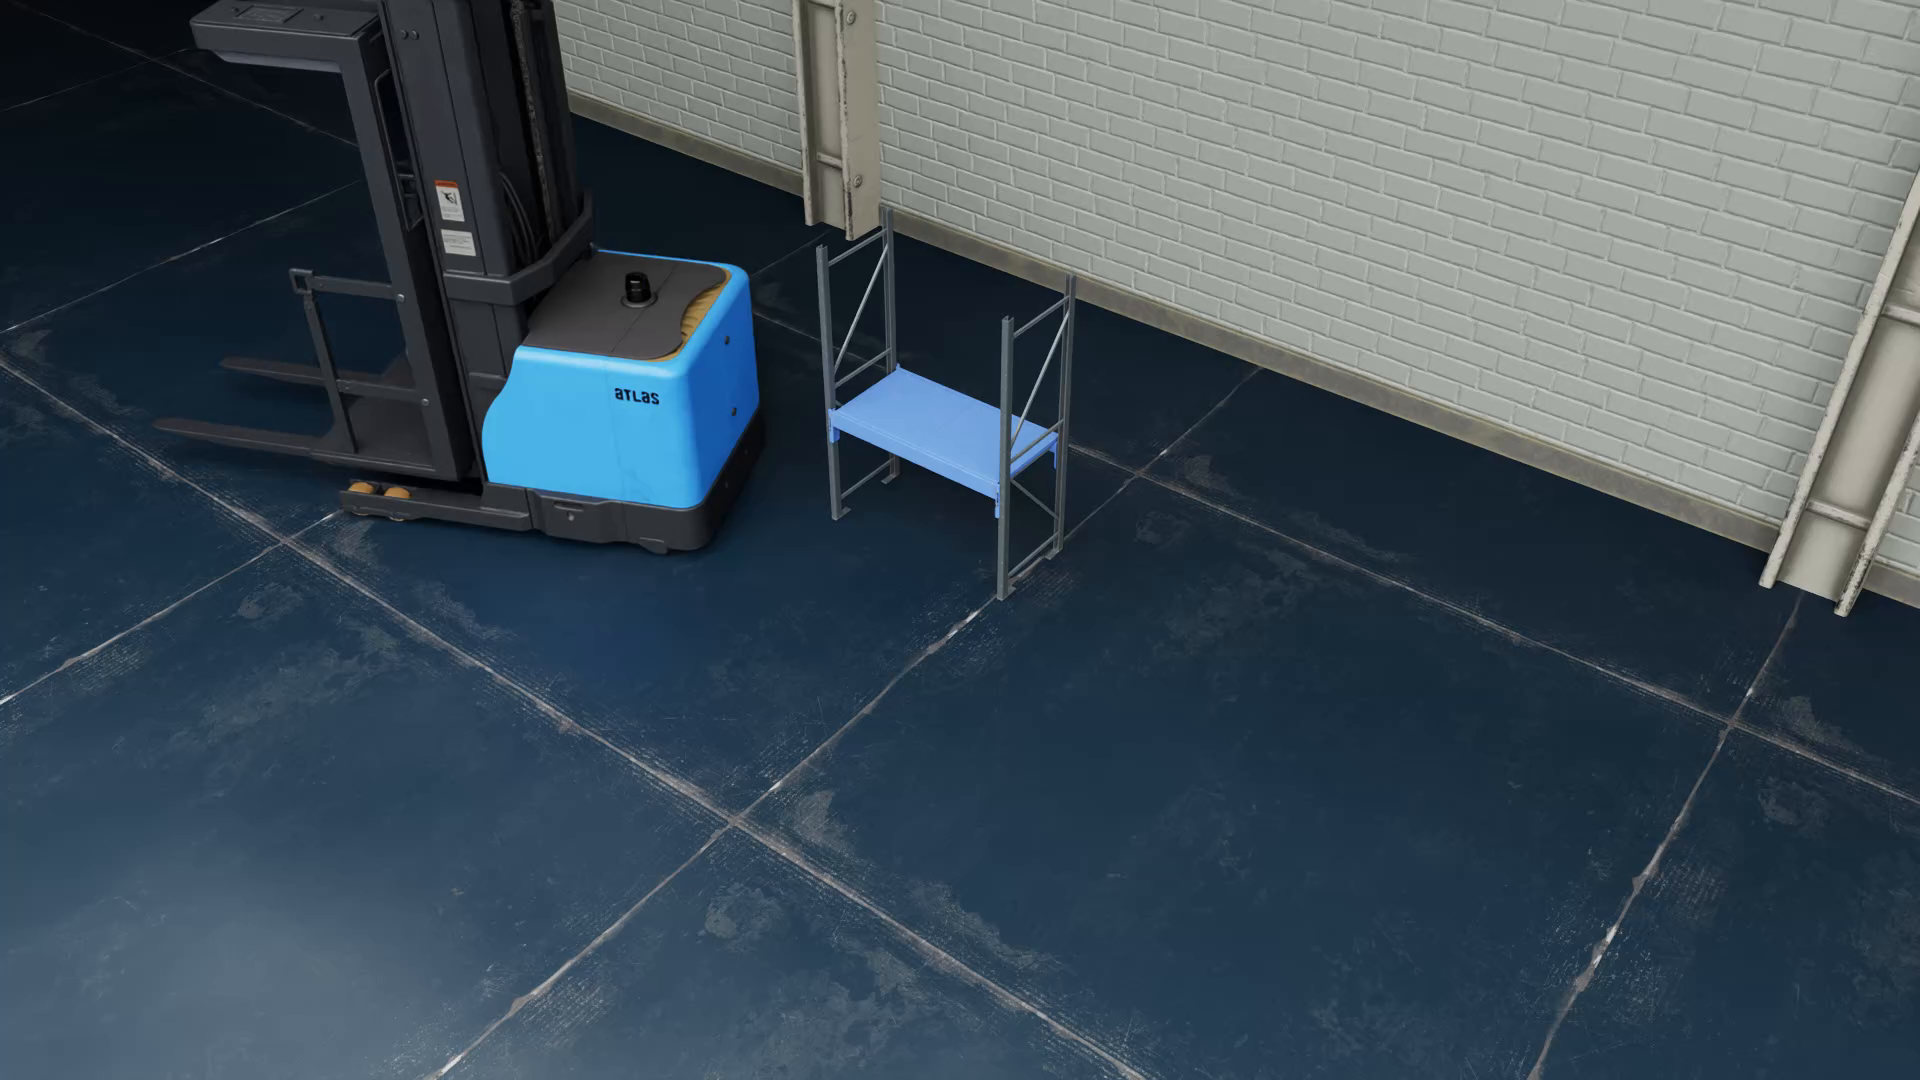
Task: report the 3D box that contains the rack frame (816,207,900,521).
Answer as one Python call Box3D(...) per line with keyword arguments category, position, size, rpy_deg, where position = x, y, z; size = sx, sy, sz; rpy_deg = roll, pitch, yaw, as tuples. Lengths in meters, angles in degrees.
Box3D(category="rack frame", position=(-0.472, -0.813, 7.932), size=(0.032, 1.500, 0.500), rpy_deg=(25, 45, 29))

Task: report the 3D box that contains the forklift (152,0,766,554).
Box3D(category="forklift", position=(-2.583, -1.556, 7.720), size=(3.031, 2.935, 1.130), rpy_deg=(8, 39, 10))

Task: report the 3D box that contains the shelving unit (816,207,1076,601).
Box3D(category="shelving unit", position=(-0.068, -0.622, 7.689), size=(1.048, 1.500, 0.538), rpy_deg=(25, 45, 29))

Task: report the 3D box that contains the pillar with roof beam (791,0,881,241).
Box3D(category="pillar with roof beam", position=(-3.365, -3.475, 5.250), size=(0.400, 9.000, 9.100), rpy_deg=(25, 45, 29))

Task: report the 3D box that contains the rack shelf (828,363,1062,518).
Box3D(category="rack shelf", position=(-0.068, -0.481, 7.800), size=(1.000, 0.185, 0.538), rpy_deg=(25, 45, 29))

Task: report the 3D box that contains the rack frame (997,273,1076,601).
Box3D(category="rack frame", position=(0.336, -0.432, 7.446), size=(0.032, 1.500, 0.500), rpy_deg=(25, 45, 29))

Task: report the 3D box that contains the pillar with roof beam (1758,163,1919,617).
Box3D(category="pillar with roof beam", position=(1.401, -1.228, 2.380), size=(0.400, 9.000, 9.100), rpy_deg=(25, 45, 29))
